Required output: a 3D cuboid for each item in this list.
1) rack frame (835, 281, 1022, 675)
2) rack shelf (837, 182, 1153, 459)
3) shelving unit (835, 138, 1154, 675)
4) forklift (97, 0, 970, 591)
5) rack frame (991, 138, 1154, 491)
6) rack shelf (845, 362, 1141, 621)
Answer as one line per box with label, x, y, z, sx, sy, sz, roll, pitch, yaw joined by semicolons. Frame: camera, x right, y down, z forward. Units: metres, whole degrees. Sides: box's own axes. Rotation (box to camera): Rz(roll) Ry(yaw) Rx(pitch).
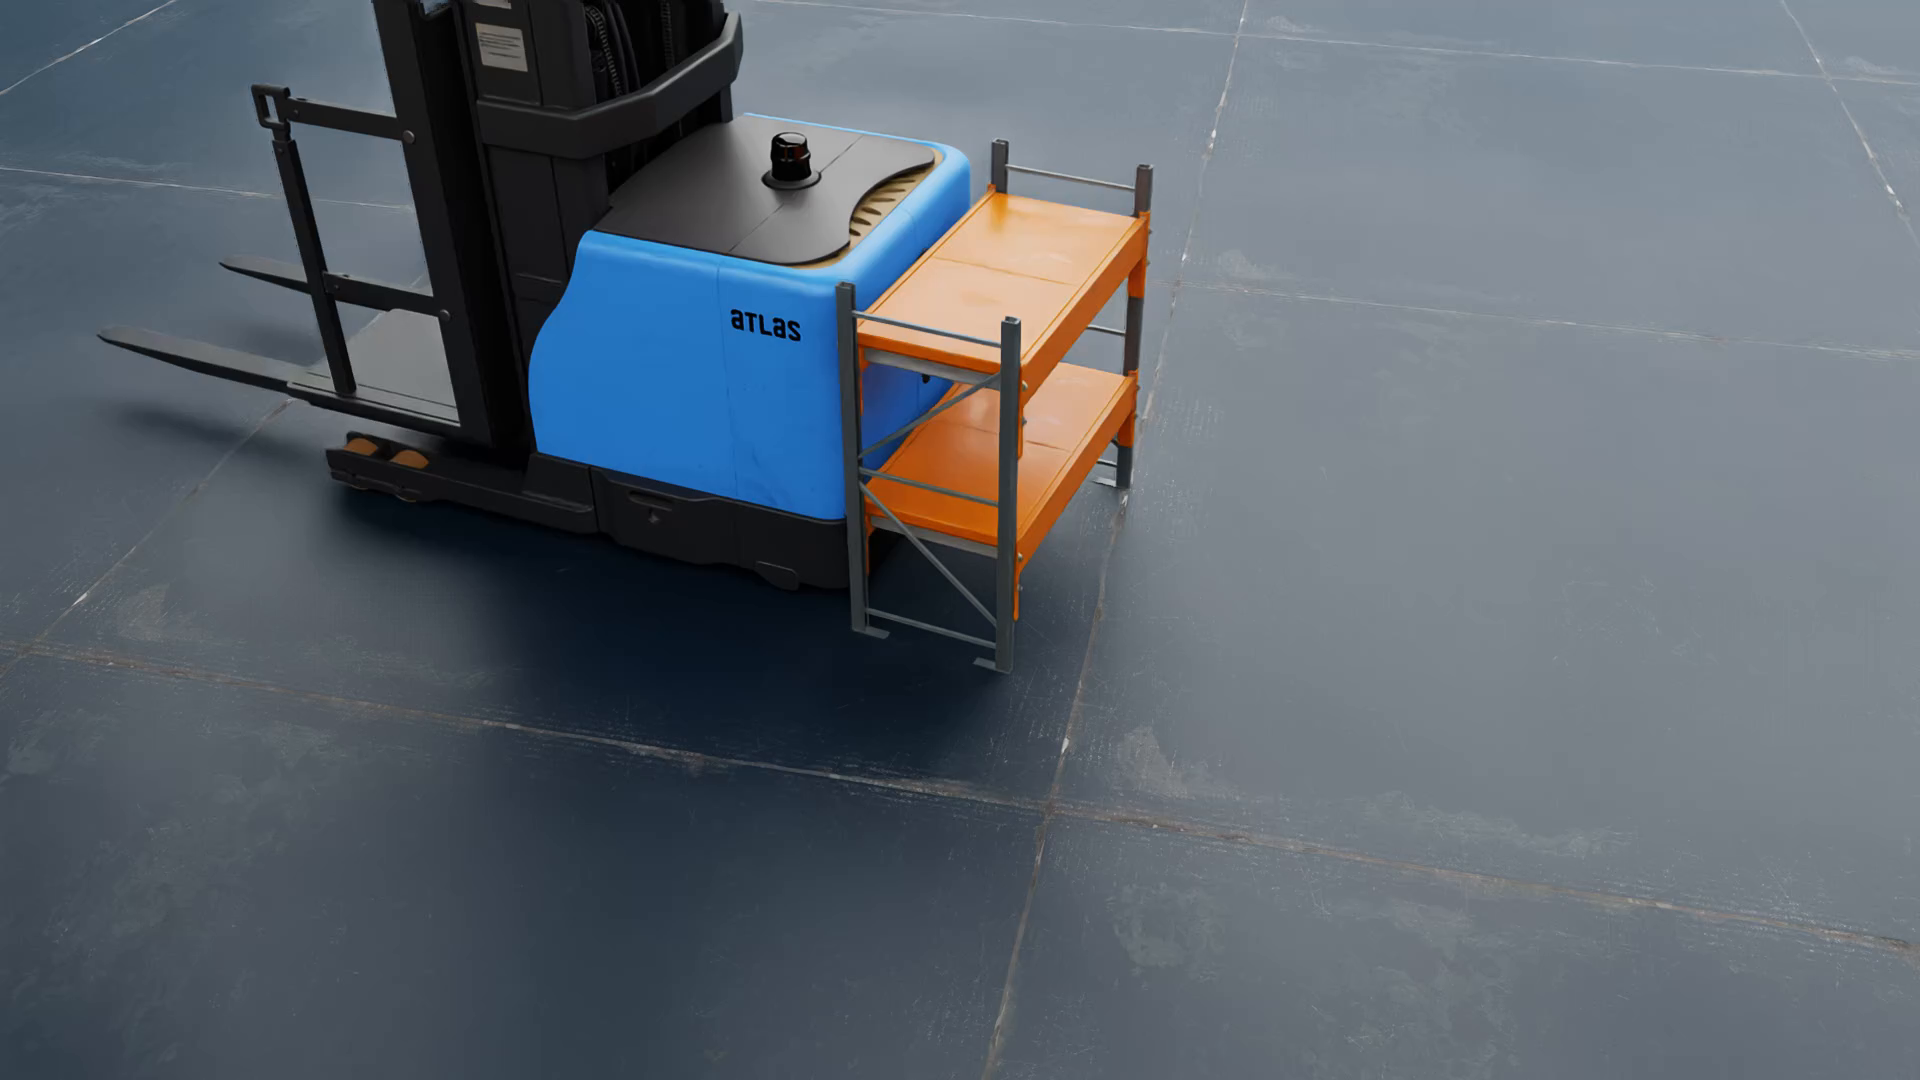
rack frame;-0.083;-0.139;4.484;0.500;1.125;0.032;15;38;19
rack shelf;0.123;-0.649;4.688;0.538;0.278;1.000;15;38;19
shelving unit;0.123;-0.412;4.860;0.538;1.125;1.048;15;38;19
forklift;-1.522;-1.582;4.935;3.031;2.935;1.130;13;38;18
rack frame;0.329;-0.685;5.236;0.500;1.125;0.032;15;38;19
rack shelf;0.123;-0.214;5.004;0.538;0.278;1.000;15;38;19
